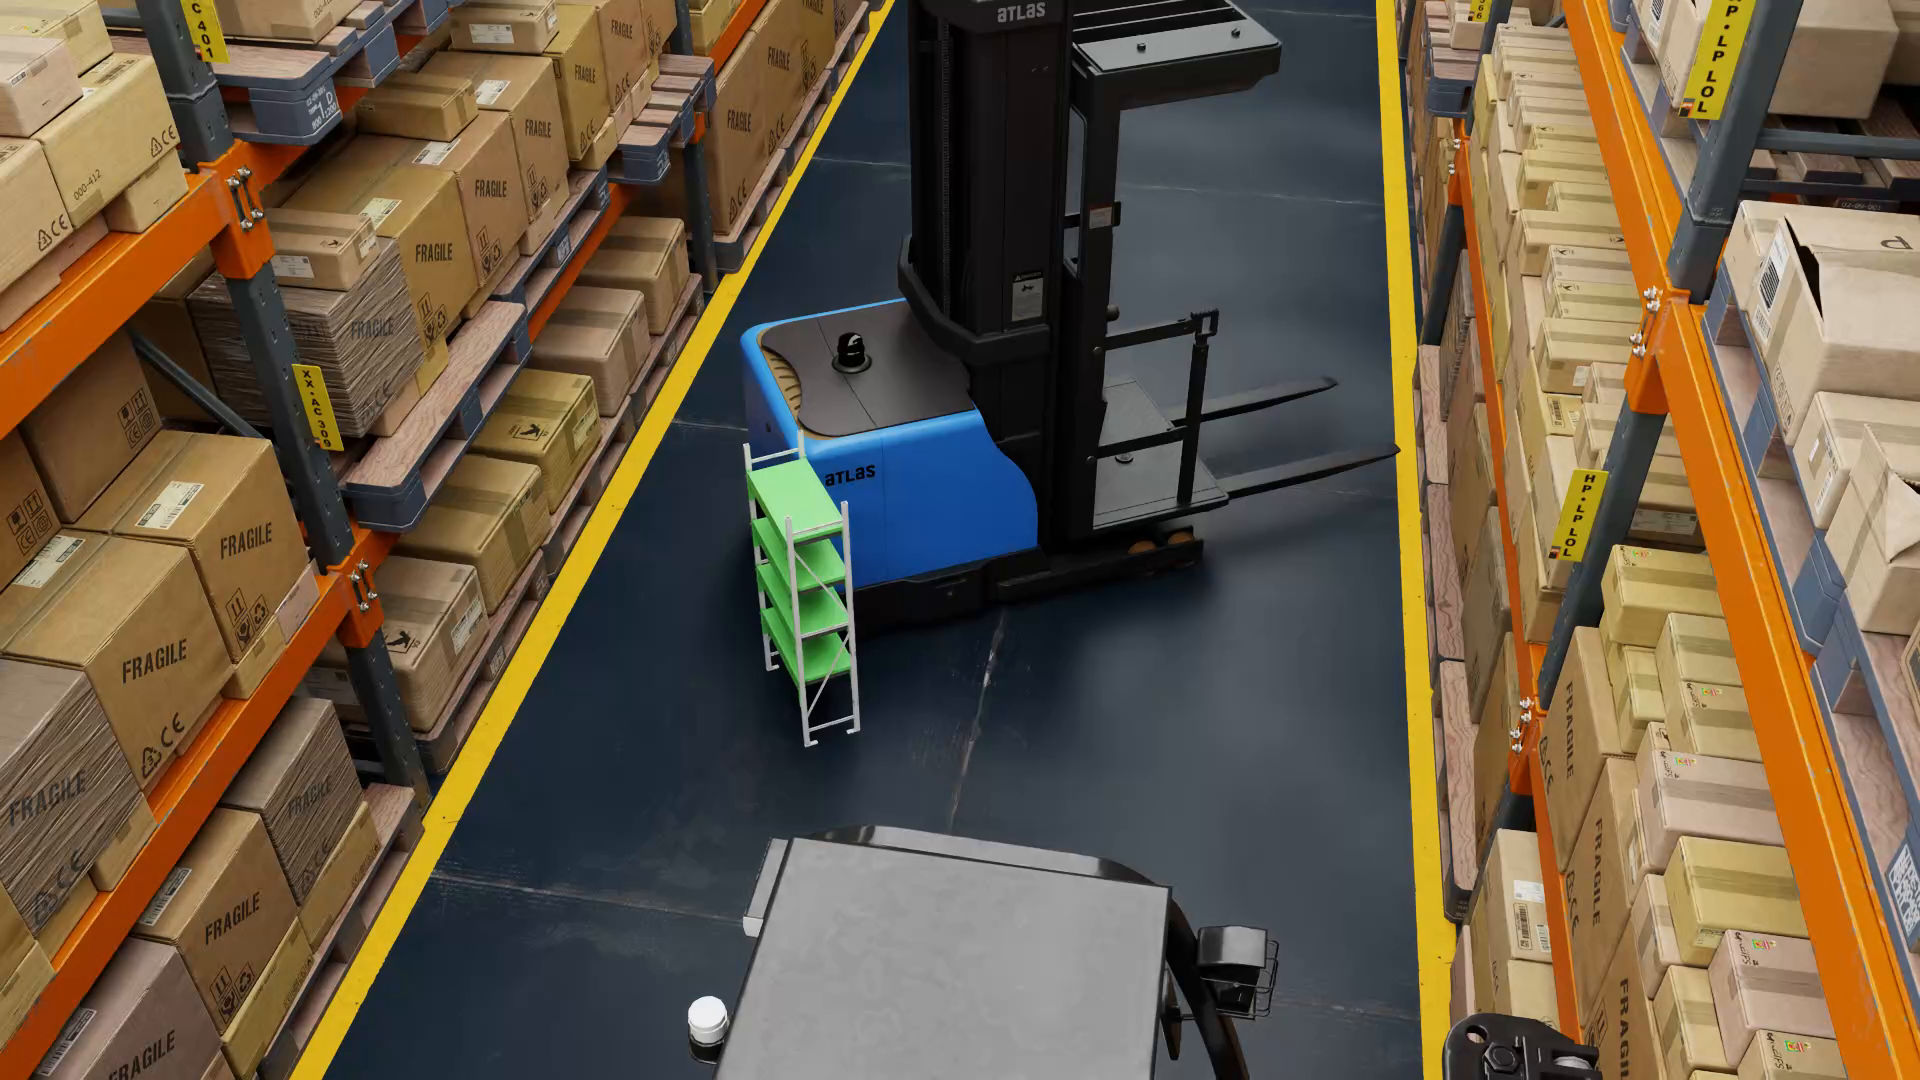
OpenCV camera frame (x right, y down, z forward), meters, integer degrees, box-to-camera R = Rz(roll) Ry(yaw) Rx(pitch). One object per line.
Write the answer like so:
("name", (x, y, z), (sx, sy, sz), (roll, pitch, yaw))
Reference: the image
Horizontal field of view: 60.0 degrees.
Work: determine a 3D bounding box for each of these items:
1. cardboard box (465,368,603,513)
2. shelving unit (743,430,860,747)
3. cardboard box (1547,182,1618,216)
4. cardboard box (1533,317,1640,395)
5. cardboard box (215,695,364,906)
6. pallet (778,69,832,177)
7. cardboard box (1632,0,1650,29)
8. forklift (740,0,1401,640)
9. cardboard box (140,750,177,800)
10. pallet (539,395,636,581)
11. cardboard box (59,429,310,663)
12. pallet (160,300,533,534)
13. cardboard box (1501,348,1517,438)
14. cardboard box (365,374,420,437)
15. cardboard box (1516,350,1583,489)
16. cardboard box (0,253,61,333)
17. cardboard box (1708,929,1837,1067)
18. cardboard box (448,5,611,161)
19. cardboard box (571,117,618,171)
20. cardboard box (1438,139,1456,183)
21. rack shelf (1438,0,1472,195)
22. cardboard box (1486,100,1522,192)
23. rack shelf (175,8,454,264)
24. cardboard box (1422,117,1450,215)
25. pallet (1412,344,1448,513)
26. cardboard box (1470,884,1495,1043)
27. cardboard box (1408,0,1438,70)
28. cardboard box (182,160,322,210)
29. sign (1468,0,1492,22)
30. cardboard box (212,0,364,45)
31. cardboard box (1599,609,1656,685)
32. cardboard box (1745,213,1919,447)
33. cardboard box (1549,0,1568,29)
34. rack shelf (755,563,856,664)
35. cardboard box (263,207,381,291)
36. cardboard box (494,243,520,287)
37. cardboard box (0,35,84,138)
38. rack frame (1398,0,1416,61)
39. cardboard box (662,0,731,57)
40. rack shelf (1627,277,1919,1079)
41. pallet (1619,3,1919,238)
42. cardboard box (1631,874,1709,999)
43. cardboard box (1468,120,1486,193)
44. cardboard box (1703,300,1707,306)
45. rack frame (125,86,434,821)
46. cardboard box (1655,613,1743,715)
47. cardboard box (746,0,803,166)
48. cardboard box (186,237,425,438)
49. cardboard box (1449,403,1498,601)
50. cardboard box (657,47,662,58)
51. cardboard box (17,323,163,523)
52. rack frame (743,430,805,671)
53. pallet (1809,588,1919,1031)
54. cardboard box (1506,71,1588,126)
("cardboard box", (-2.265, -0.510, 7.842), (0.950, 0.372, 0.625), (8, 40, 9))
("shelving unit", (-0.625, 0.211, 6.650), (0.258, 1.200, 0.503), (-16, 42, -18))
("cardboard box", (2.480, -1.245, 6.411), (0.380, 0.149, 0.250), (6, 40, 8))
("cardboard box", (2.172, -0.617, 5.652), (0.380, 0.149, 0.250), (5, 40, 6))
("cardboard box", (-2.432, 0.867, 5.685), (0.500, 0.500, 0.500), (6, 40, 7))
("pallet", (-1.477, -2.829, 11.103), (1.003, 0.211, 1.213), (6, 40, 8))
("cardboard box", (2.187, -1.581, 4.841), (0.380, 0.149, 0.250), (6, 40, 8))
("forklift", (0.593, -1.265, 7.077), (3.031, 2.935, 1.130), (-13, 41, -15))
("cardboard box", (-2.564, 0.656, 4.897), (0.380, 0.149, 0.250), (6, 40, 7))
("pallet", (-2.251, -0.325, 8.075), (1.003, 0.211, 1.213), (6, 40, 8))
("cardboard box", (-2.425, 0.010, 5.169), (0.500, 0.500, 0.500), (5, 40, 7))
("pallet", (-2.318, -0.533, 6.288), (1.003, 0.211, 1.213), (6, 40, 8))
("cardboard box", (2.323, -0.510, 6.227), (0.500, 0.250, 0.500), (7, 40, 8))
("cardboard box", (-2.187, -0.520, 5.990), (0.380, 0.149, 0.250), (7, 40, 8))
("cardboard box", (2.211, -0.393, 5.694), (0.500, 0.250, 0.500), (5, 40, 7))
("cardboard box", (-2.499, -0.659, 4.133), (0.380, 0.149, 0.250), (7, 40, 8))
("cardboard box", (1.804, 0.983, 3.483), (0.380, 0.149, 0.250), (6, 40, 7))
("cardboard box", (-1.871, -2.010, 7.283), (0.500, 0.500, 0.500), (4, 40, 5))
("cardboard box", (-1.786, -1.816, 7.557), (0.380, 0.149, 0.250), (7, 40, 8))
("cardboard box", (2.841, -2.070, 9.119), (0.380, 0.149, 0.250), (4, 40, 5))
("rack shelf", (3.334, -3.087, 9.791), (1.077, 0.370, 4.000), (6, 40, 8))
("cardboard box", (2.583, -1.678, 7.248), (0.500, 0.250, 0.500), (8, 40, 9))
("rack shelf", (-2.247, -2.277, 6.458), (1.077, 0.370, 4.000), (6, 40, 8))
("cardboard box", (3.034, -2.238, 9.832), (0.500, 0.500, 0.500), (8, 40, 10))
("pallet", (2.807, -0.522, 8.312), (1.003, 0.211, 1.213), (6, 40, 8))
("cardboard box", (1.908, 1.376, 5.264), (0.500, 0.250, 0.500), (6, 40, 7))
("cardboard box", (3.375, -3.539, 11.405), (0.500, 0.500, 0.500), (8, 40, 10))
("cardboard box", (-2.655, -1.085, 6.163), (0.500, 0.500, 0.500), (7, 40, 8))
("sign", (2.452, -2.578, 7.765), (0.100, 0.325, 0.005), (6, 40, 8))
("cardboard box", (-2.097, -1.726, 5.014), (0.500, 0.250, 0.500), (5, 40, 6))
("cardboard box", (1.982, 0.284, 4.561), (0.380, 0.149, 0.250), (6, 40, 7))
("cardboard box", (1.912, -0.425, 3.315), (0.500, 0.311, 0.500), (7, 40, 9))
("cardboard box", (3.231, -2.615, 8.247), (0.500, 0.500, 0.500), (8, 40, 10))
("rack shelf", (-0.625, 0.260, 6.691), (0.258, 0.148, 0.480), (-16, 42, -18))
("cardboard box", (-2.164, -0.964, 5.509), (0.380, 0.149, 0.250), (6, 40, 7))
("cardboard box", (-2.031, -1.174, 6.780), (0.380, 0.149, 0.250), (7, 40, 8))
("cardboard box", (-2.403, -1.115, 4.059), (0.380, 0.149, 0.250), (5, 40, 7))
("rack frame", (3.680, -4.619, 11.079), (1.000, 3.000, 0.127), (6, 40, 8))
("cardboard box", (-1.569, -2.875, 9.088), (0.500, 0.250, 0.500), (6, 40, 7))
("rack shelf", (1.950, 0.778, 2.762), (1.077, 0.370, 4.000), (6, 40, 8))
("pallet", (2.436, -1.236, 4.783), (0.805, 0.209, 1.217), (5, 40, 6))
("cardboard box", (1.758, 0.925, 3.787), (0.380, 0.149, 0.250), (6, 40, 7))
("cardboard box", (2.671, -1.799, 7.787), (0.500, 0.250, 0.500), (7, 40, 8))
("cardboard box", (2.841, -0.878, 5.967), (0.380, 0.149, 0.250), (6, 40, 7))
("rack frame", (-2.593, -0.143, 5.666), (1.000, 3.000, 0.127), (6, 40, 8))
("cardboard box", (2.010, 0.342, 4.258), (0.380, 0.149, 0.250), (7, 40, 8))
("cardboard box", (-1.541, -2.980, 10.435), (0.875, 0.875, 0.875), (7, 40, 8))
("cardboard box", (-2.230, -0.721, 5.723), (0.500, 0.500, 0.500), (7, 40, 9))
("cardboard box", (2.645, -0.132, 7.186), (0.875, 0.625, 0.625), (5, 40, 6))
("cardboard box", (-1.726, -2.487, 8.368), (0.380, 0.149, 0.250), (8, 40, 9))
("cardboard box", (-2.883, -0.430, 4.916), (0.700, 0.500, 0.500), (6, 40, 7))
("rack frame", (-0.723, 0.068, 6.823), (0.240, 1.200, 0.015), (-16, 42, -18))
("pallet", (1.960, 0.581, 2.505), (1.003, 0.211, 1.213), (6, 40, 8))
("cardboard box", (2.579, -1.898, 7.201), (0.380, 0.149, 0.250), (7, 40, 9))
